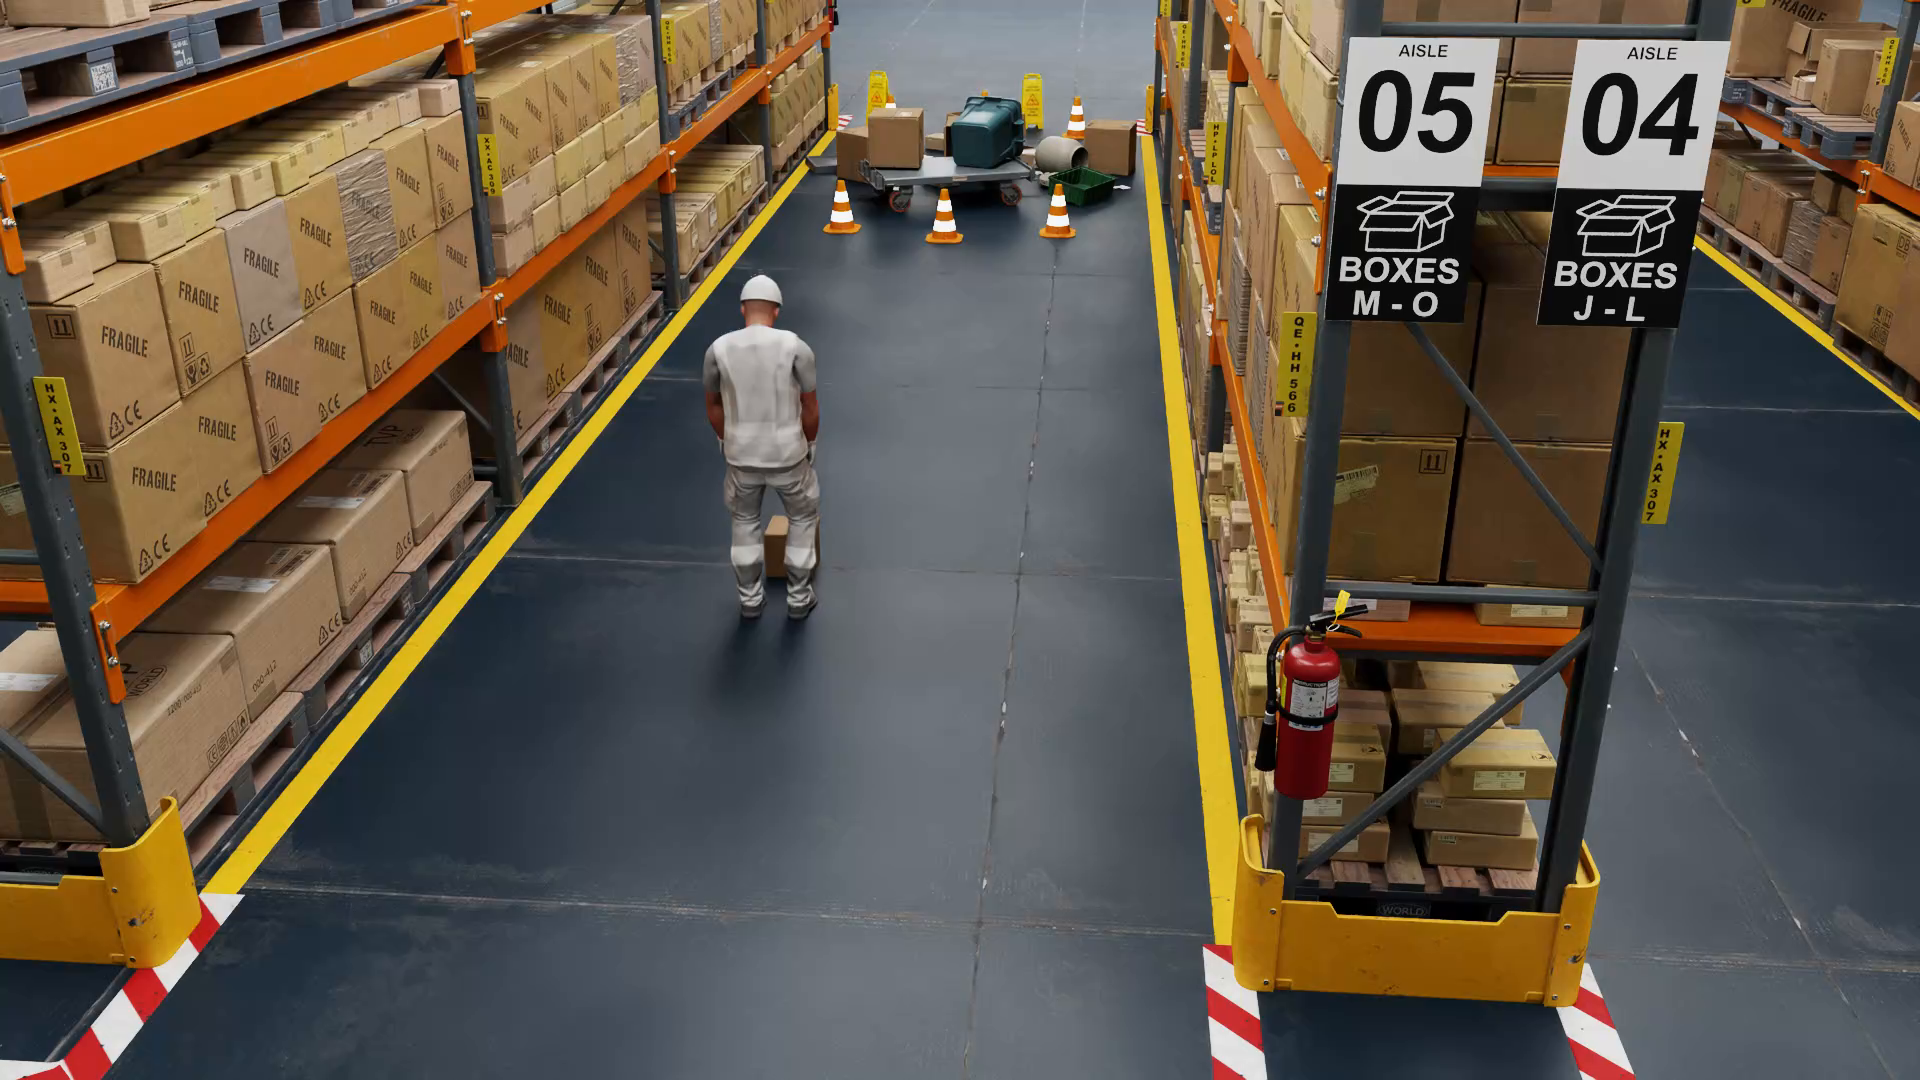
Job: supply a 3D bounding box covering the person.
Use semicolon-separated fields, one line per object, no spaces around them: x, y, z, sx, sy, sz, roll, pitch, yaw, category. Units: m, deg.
-0.959;-0.437;8.155;0.554;1.698;0.516;2;24;5;person
